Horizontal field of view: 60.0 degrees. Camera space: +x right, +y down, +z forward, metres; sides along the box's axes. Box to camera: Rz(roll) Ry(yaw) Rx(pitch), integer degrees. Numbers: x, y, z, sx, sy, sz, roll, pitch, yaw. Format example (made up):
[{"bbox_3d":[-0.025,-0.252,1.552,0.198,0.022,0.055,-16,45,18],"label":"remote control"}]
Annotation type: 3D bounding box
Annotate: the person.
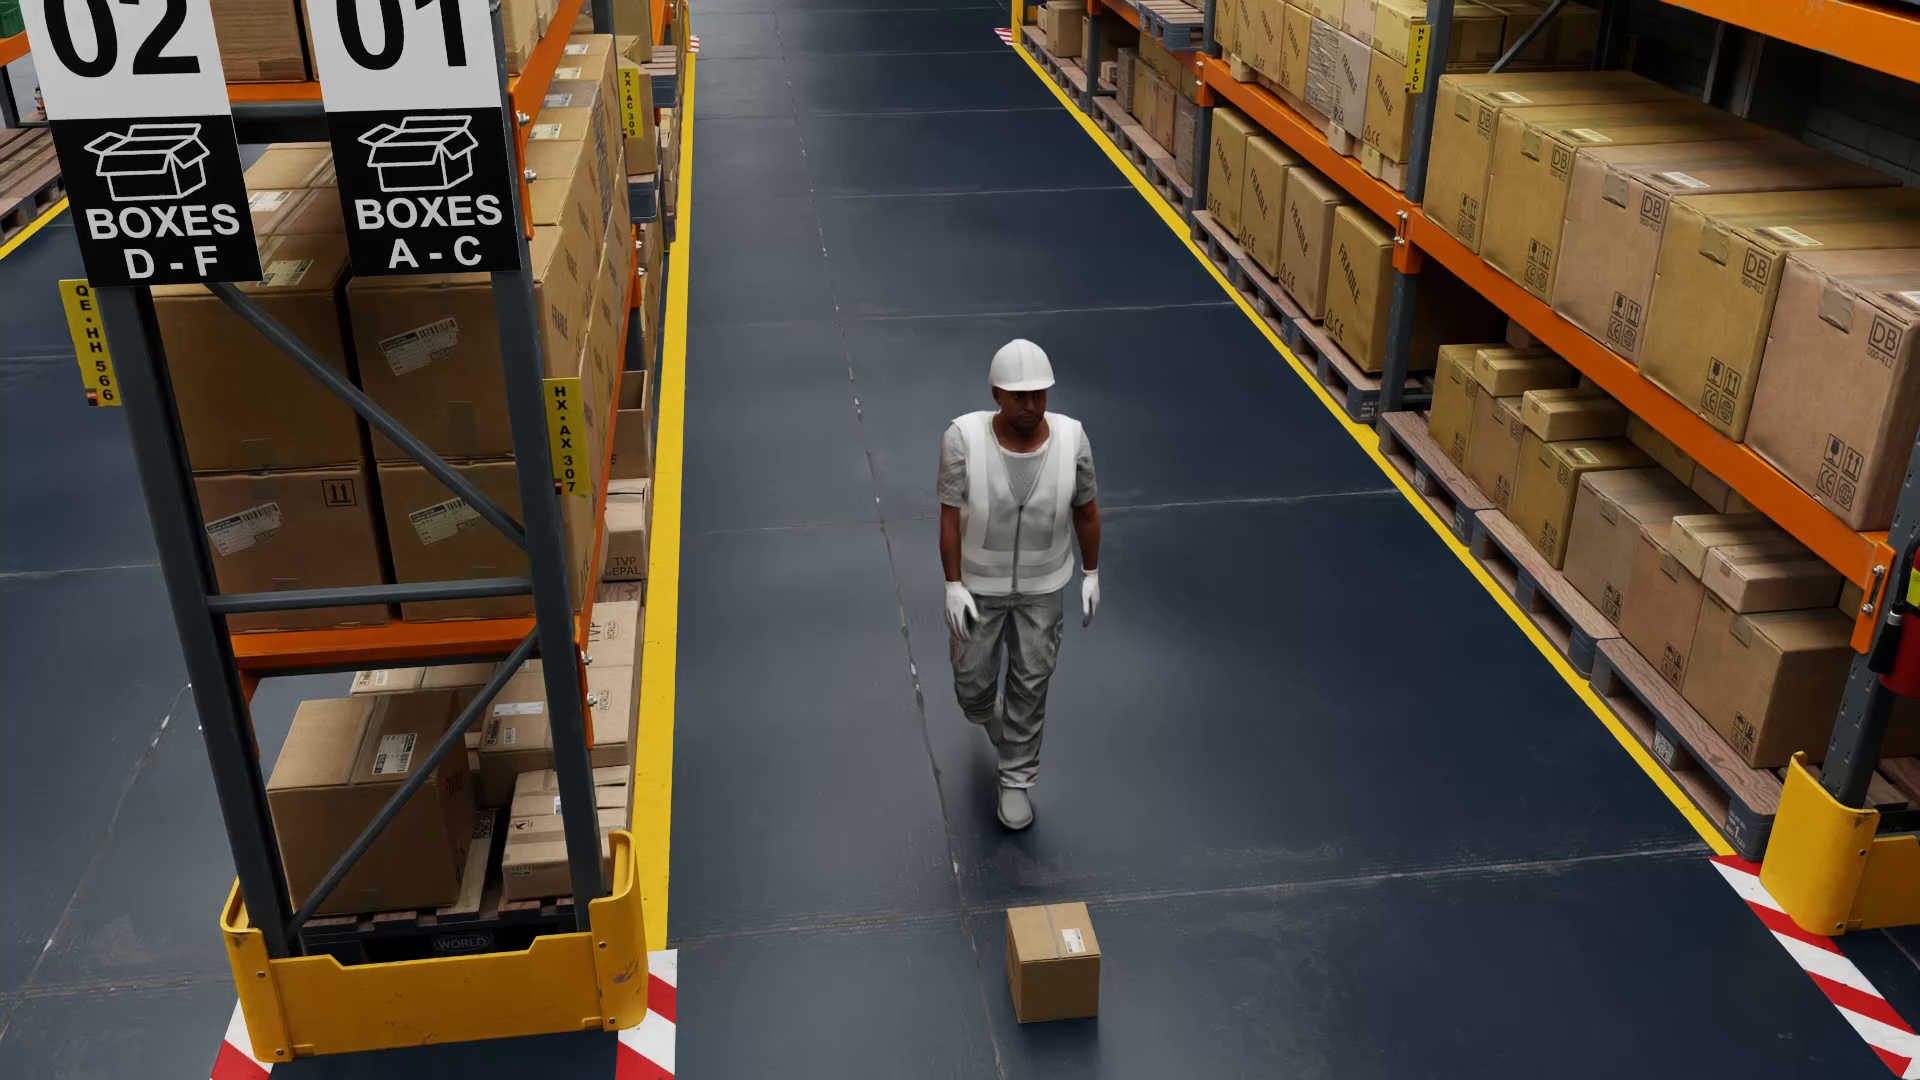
[{"bbox_3d":[0.205,0.120,5.841,0.573,1.784,0.646,-2,27,-3],"label":"person"}]
